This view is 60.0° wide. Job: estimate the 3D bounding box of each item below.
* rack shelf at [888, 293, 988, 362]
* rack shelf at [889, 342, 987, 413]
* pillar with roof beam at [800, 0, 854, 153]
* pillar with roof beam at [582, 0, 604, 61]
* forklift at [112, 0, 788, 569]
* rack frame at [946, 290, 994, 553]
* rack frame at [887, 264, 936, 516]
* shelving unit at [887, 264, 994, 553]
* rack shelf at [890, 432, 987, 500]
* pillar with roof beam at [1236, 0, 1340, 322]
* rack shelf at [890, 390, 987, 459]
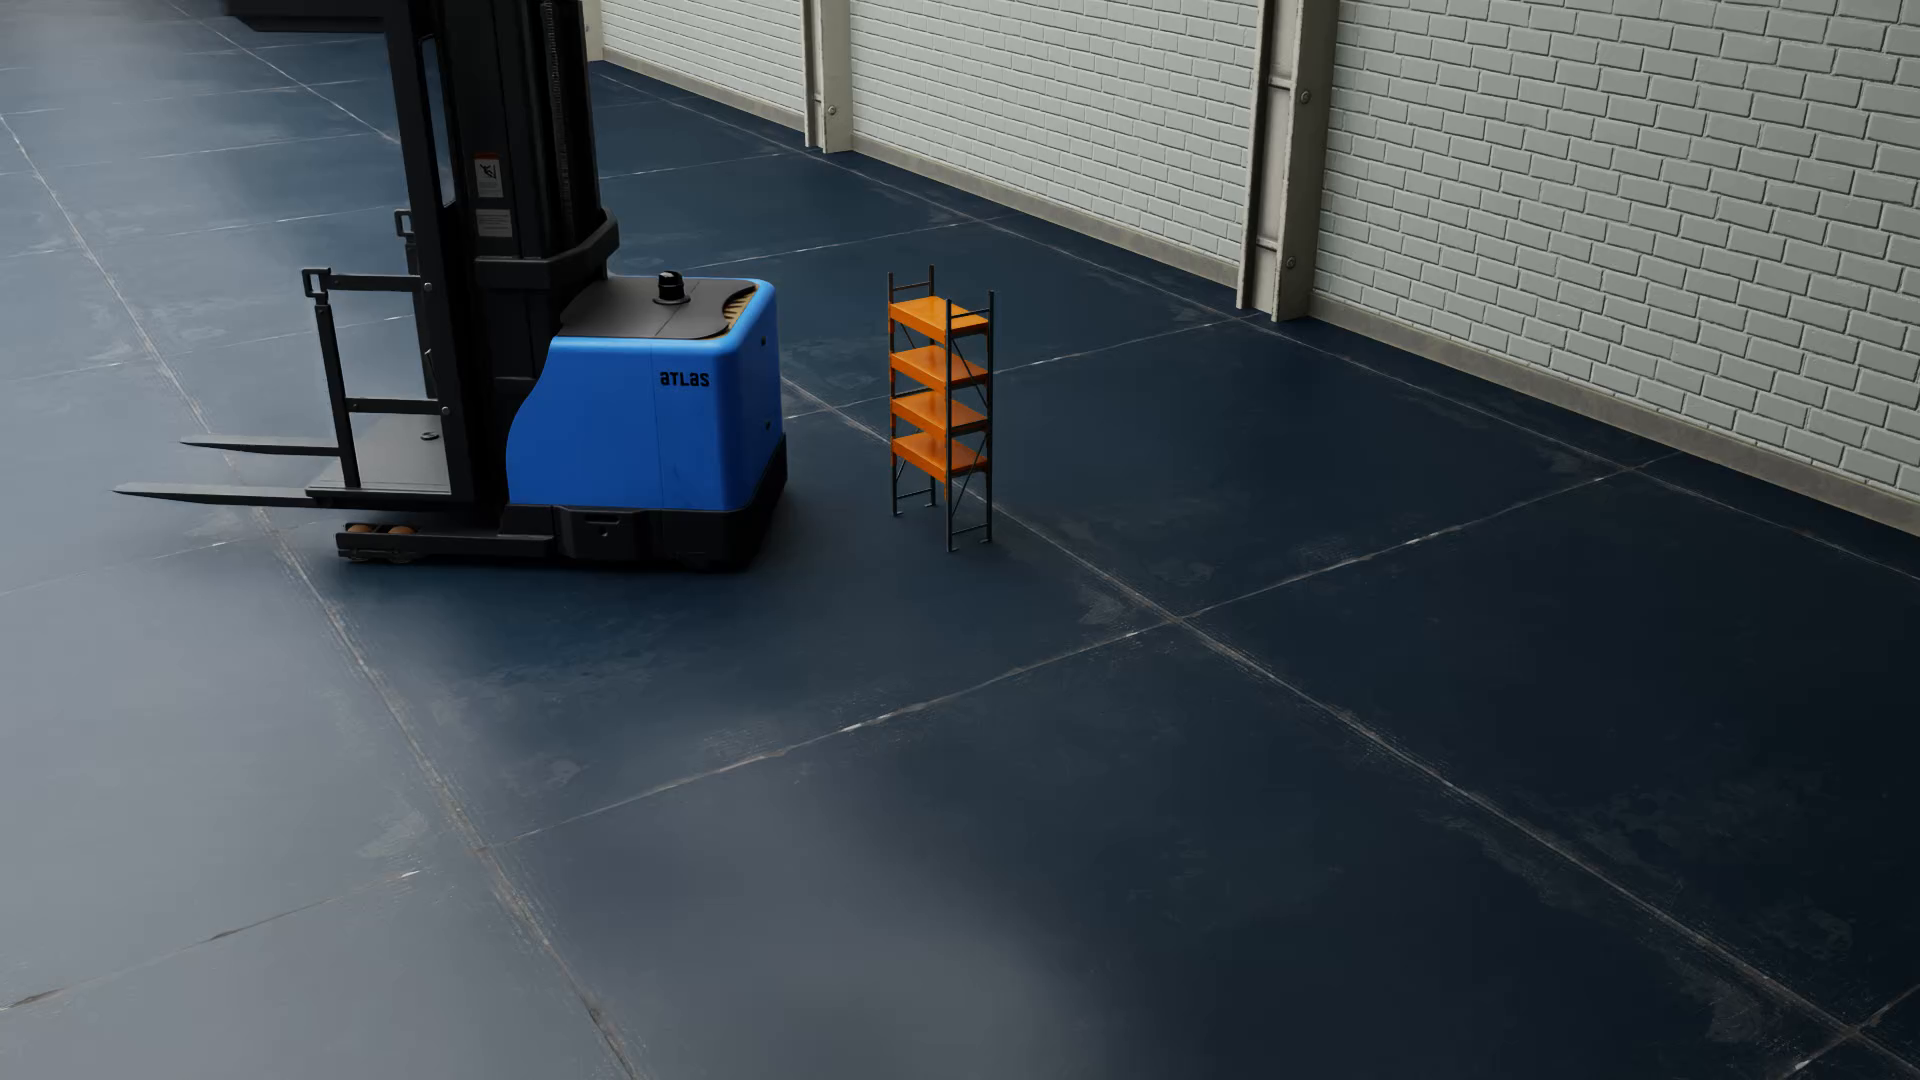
[{"bbox_3d":[-0.090,-0.957,7.452,0.258,0.148,0.480,-16,29,-30],"label":"rack shelf"},{"bbox_3d":[-0.090,-0.743,7.552,0.258,0.148,0.480,-16,29,-30],"label":"rack shelf"},{"bbox_3d":[-4.820,-6.724,11.452,9.100,9.000,0.400,-16,29,-30],"label":"pillar with roof beam"},{"bbox_3d":[-8.095,-8.870,15.998,9.100,9.000,0.400,-16,29,-30],"label":"pillar with roof beam"},{"bbox_3d":[-2.399,-1.440,7.366,3.031,2.935,1.130,2,25,4],"label":"forklift"},{"bbox_3d":[0.043,-0.515,7.434,0.240,1.200,0.015,-16,29,-30],"label":"rack frame"},{"bbox_3d":[-0.224,-0.689,7.804,0.240,1.200,0.015,-16,29,-30],"label":"rack frame"},{"bbox_3d":[-0.090,-0.602,7.619,0.258,1.200,0.503,-16,29,-30],"label":"shelving unit"},{"bbox_3d":[-0.090,-0.361,7.733,0.258,0.148,0.480,-16,29,-30],"label":"rack shelf"},{"bbox_3d":[-1.545,-4.578,6.906,9.100,9.000,0.400,-16,29,-30],"label":"pillar with roof beam"},{"bbox_3d":[-0.090,-0.541,7.648,0.258,0.148,0.480,-16,29,-30],"label":"rack shelf"}]
